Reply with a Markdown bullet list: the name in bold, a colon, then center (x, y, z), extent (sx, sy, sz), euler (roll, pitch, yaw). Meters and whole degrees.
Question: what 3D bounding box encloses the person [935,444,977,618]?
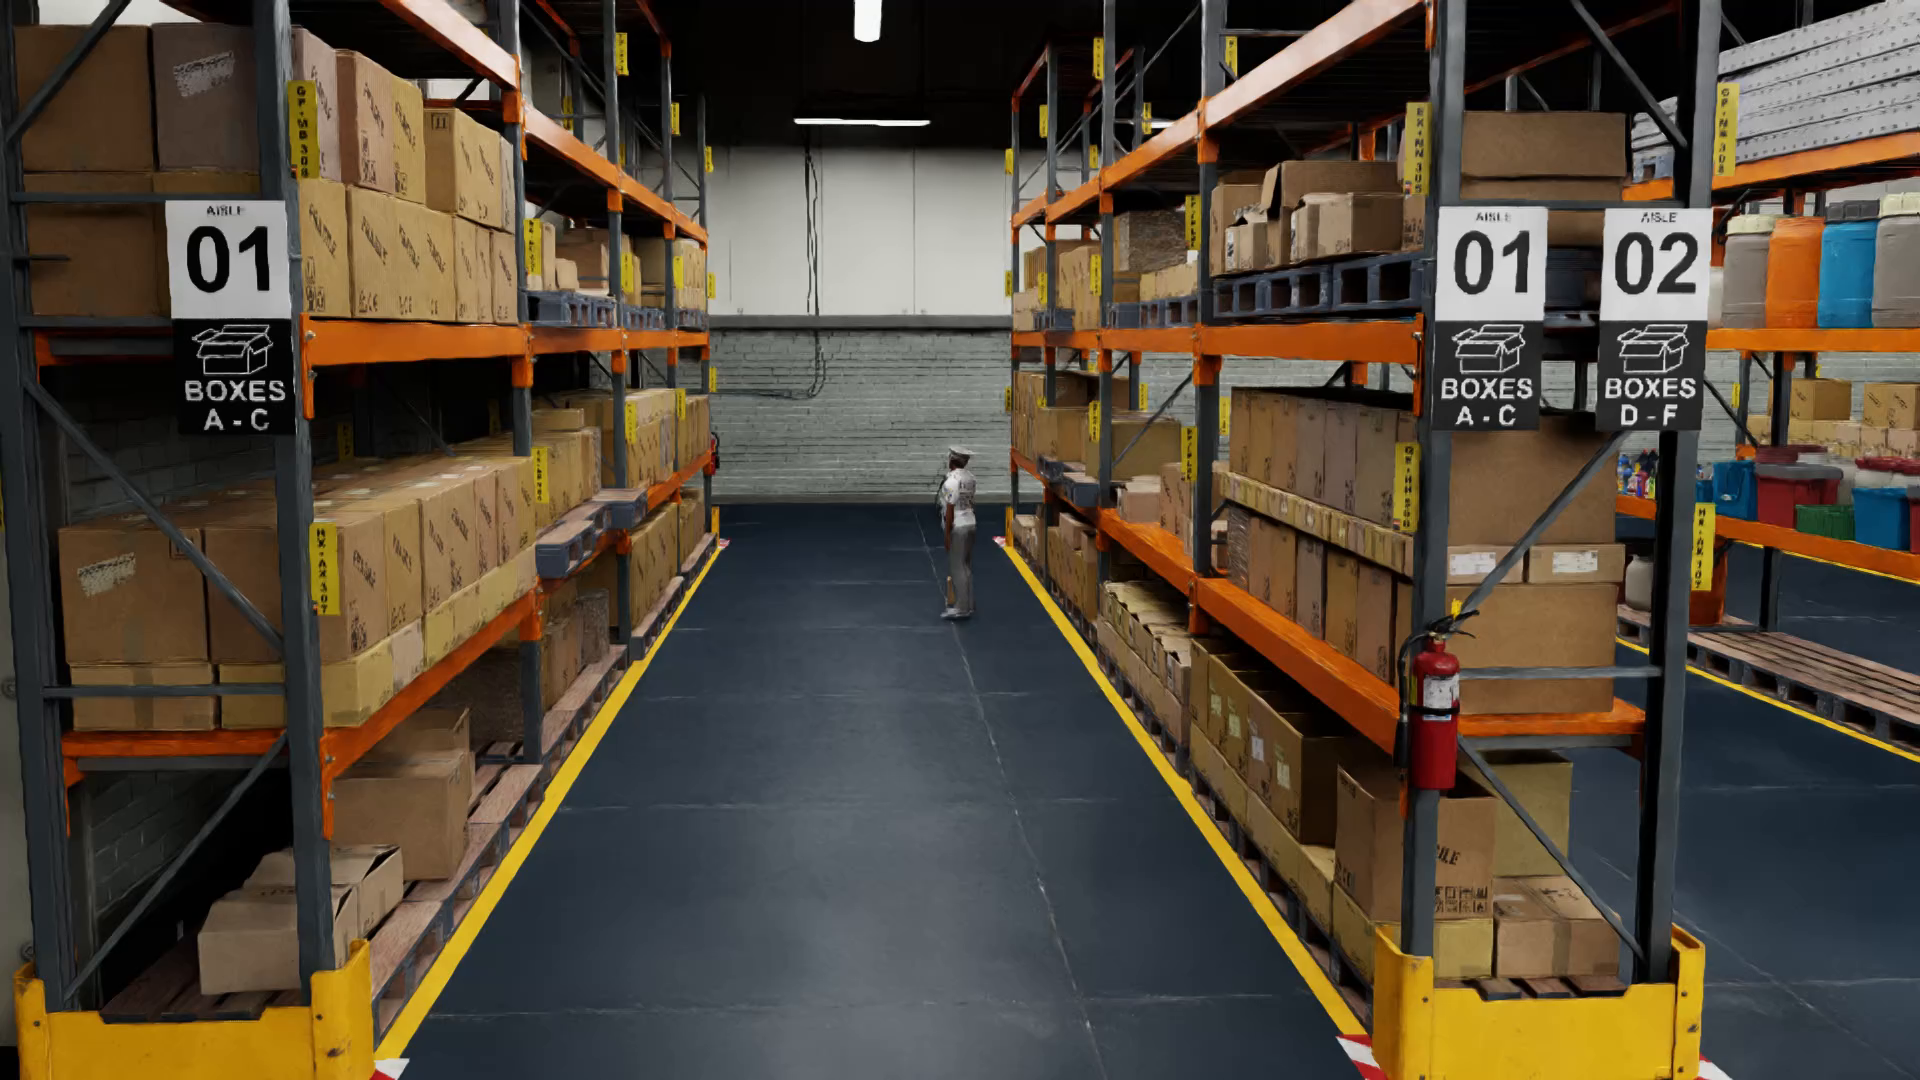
- **person**: center (-0.029, -0.092, 16.295), extent (0.350, 1.681, 0.501), euler (3, 8, 25)
